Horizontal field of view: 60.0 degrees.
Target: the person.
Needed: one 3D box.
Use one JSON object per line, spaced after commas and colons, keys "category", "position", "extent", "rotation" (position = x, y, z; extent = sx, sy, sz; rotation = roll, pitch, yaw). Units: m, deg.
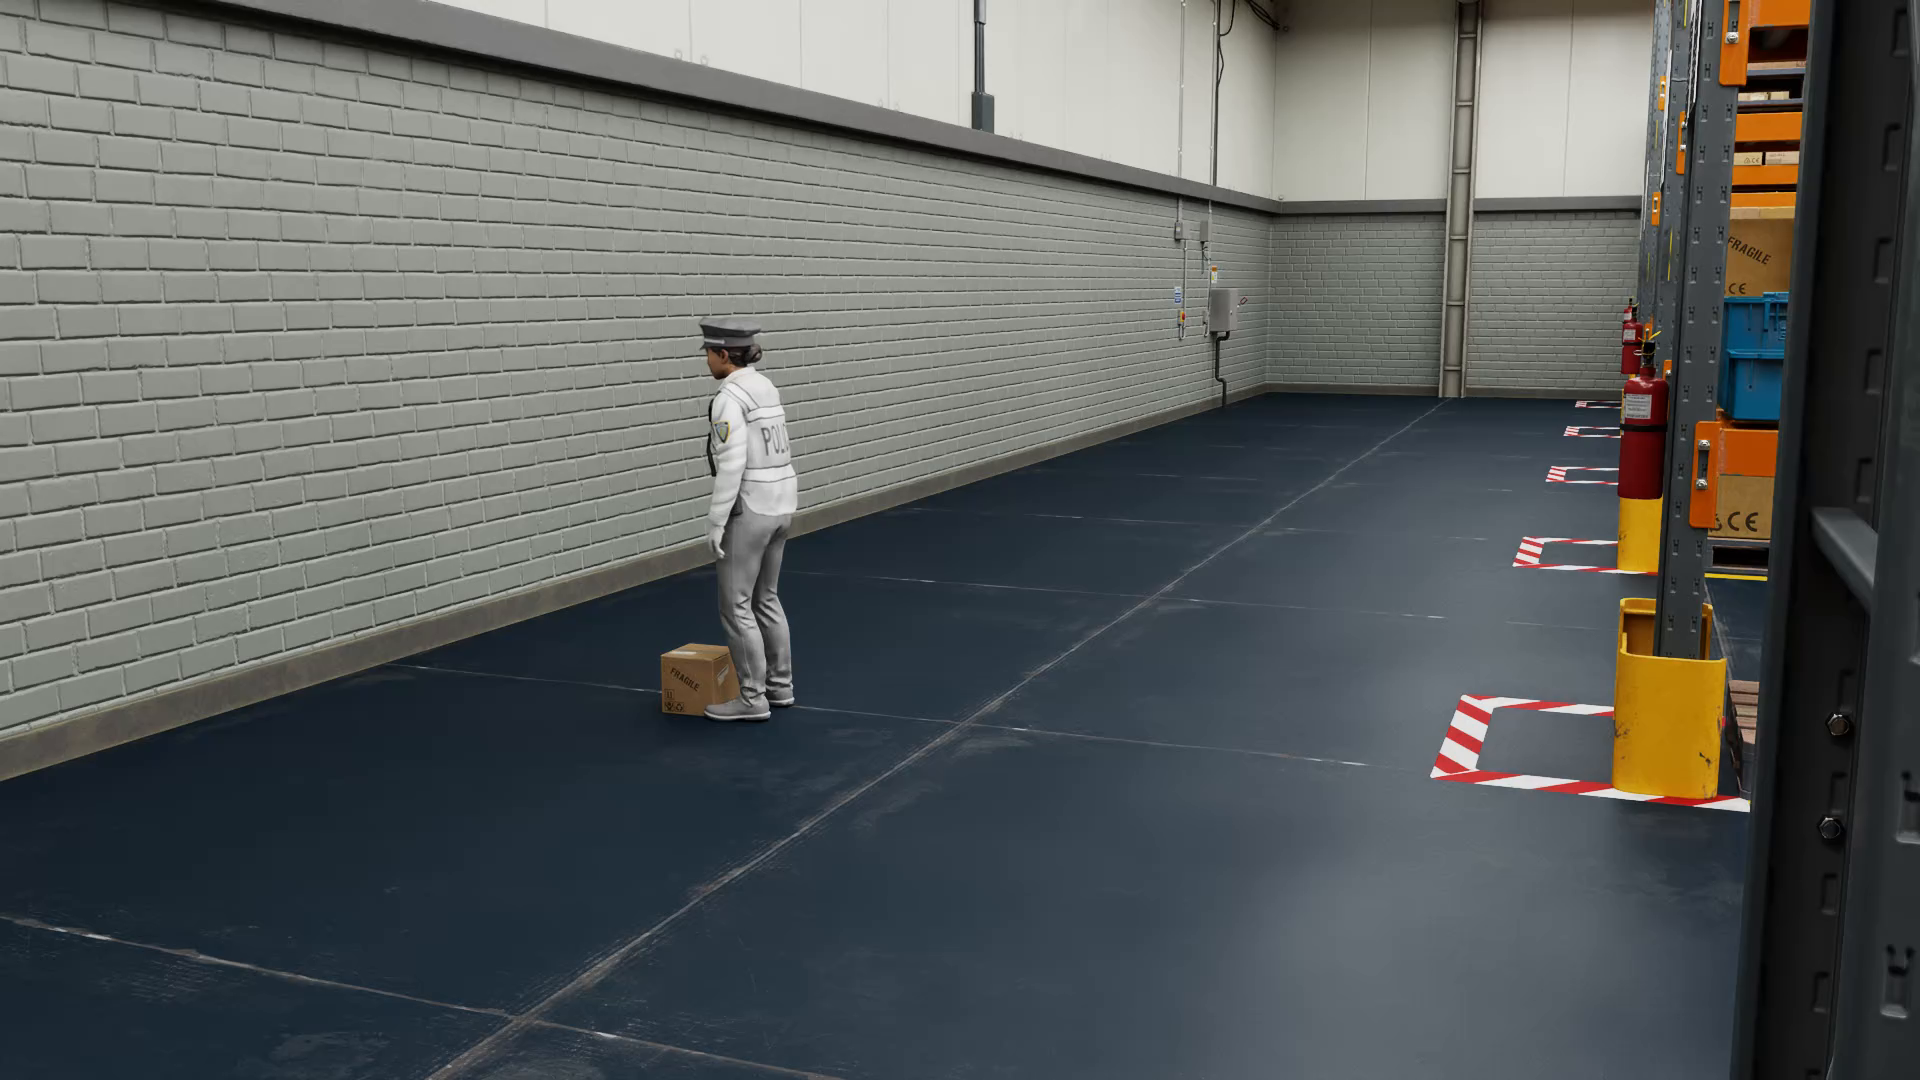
{"category": "person", "position": [-0.881, -0.089, 6.915], "extent": [0.377, 1.663, 0.531], "rotation": [3, 9, 21]}
